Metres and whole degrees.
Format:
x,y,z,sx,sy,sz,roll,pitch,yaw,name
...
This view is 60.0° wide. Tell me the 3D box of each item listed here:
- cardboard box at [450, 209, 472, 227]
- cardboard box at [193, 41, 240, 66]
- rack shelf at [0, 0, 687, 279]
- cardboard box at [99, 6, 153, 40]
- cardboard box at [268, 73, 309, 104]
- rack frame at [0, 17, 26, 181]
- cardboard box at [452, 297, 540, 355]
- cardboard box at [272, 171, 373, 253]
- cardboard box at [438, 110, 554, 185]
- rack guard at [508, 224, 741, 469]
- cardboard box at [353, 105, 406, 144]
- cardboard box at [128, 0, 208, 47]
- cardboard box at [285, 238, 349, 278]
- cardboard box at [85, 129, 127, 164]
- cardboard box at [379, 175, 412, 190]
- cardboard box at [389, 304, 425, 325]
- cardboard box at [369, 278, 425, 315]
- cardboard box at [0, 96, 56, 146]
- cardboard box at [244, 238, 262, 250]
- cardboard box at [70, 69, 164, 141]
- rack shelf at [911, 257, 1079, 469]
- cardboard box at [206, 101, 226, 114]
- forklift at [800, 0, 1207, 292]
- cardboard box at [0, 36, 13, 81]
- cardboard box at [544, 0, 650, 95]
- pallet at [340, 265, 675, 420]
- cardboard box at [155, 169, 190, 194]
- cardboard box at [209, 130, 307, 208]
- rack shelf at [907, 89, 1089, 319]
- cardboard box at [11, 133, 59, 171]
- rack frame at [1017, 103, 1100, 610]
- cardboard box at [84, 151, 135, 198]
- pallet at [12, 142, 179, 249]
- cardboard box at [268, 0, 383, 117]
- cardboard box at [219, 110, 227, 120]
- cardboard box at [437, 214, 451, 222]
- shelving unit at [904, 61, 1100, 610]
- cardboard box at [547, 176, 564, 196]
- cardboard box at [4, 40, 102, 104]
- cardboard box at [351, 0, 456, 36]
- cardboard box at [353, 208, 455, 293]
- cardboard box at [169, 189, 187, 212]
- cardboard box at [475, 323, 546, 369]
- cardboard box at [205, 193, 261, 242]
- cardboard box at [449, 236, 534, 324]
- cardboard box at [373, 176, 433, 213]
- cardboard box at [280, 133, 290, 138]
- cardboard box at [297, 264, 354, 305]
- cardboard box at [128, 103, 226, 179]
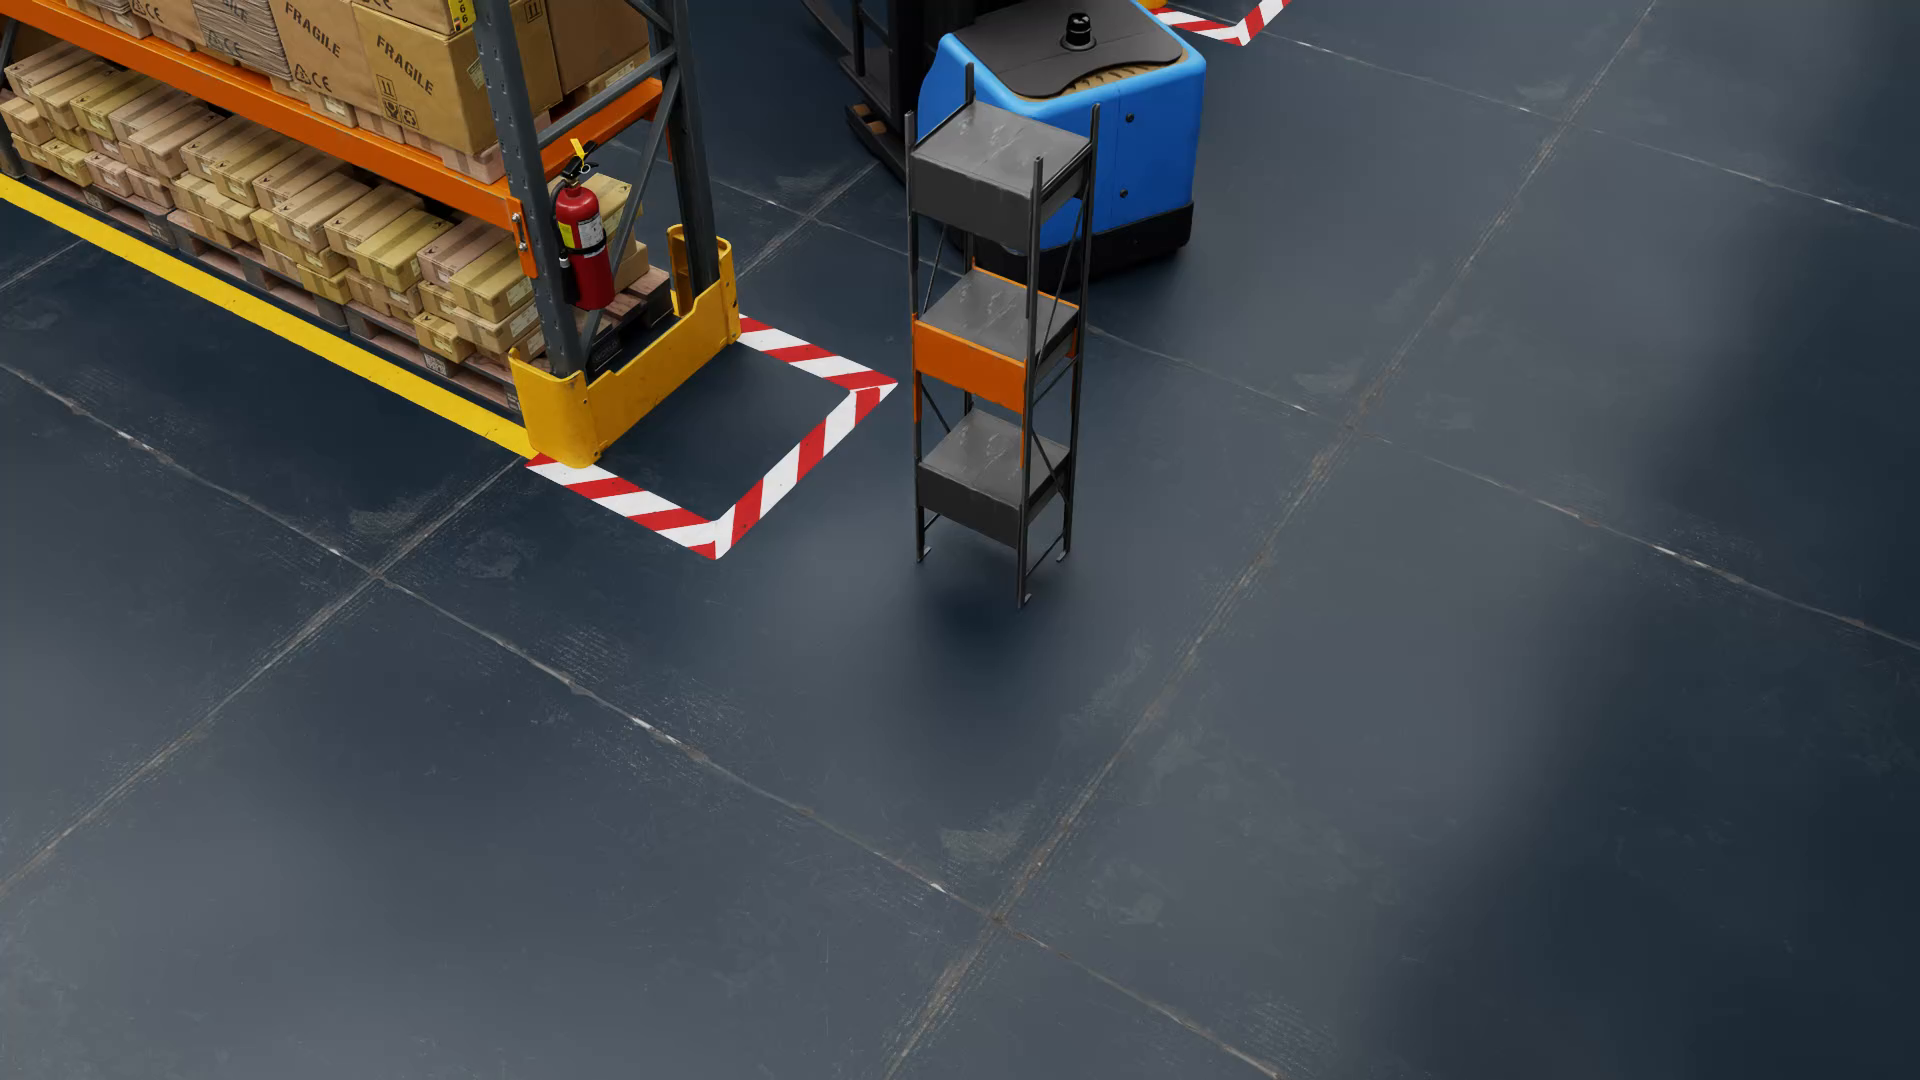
x,y,z,sx,sy,sz,roll,pitch,yaw,name
-2.170,-1.524,7.849,0.250,0.149,0.380,25,51,23,cardboard box
-3.110,-2.241,7.233,0.250,0.149,0.380,26,51,23,cardboard box
-3.098,-2.252,7.570,4.000,0.370,1.077,25,51,22,rack shelf
-3.585,-2.401,7.389,0.250,0.149,0.380,27,52,24,cardboard box
-2.683,-2.008,7.006,0.250,0.149,0.380,23,50,20,cardboard box
-4.781,-3.277,8.064,0.127,3.000,1.000,25,51,22,rack frame
-2.013,-1.017,7.356,0.250,0.149,0.380,23,50,21,cardboard box
-2.904,-1.505,7.623,0.250,0.149,0.380,27,51,23,cardboard box
-1.841,-1.596,6.606,0.250,0.149,0.380,25,51,22,cardboard box
-1.478,-0.886,7.484,0.348,0.500,1.175,25,51,22,rack guard
-2.249,-1.803,6.807,0.250,0.149,0.380,24,51,22,cardboard box
-3.208,-2.477,7.011,0.500,0.500,0.500,27,52,24,cardboard box
-2.894,-1.409,7.737,0.250,0.149,0.380,25,51,23,cardboard box
-4.163,-2.083,8.392,0.250,0.149,0.380,24,51,22,cardboard box
-2.593,-1.864,7.972,0.250,0.149,0.380,27,51,24,cardboard box
-2.417,-1.151,7.694,0.250,0.149,0.380,24,51,22,cardboard box
-2.451,-1.217,7.550,0.250,0.149,0.380,23,50,21,cardboard box
-4.649,-2.200,8.505,0.250,0.149,0.380,27,52,24,cardboard box
-3.272,-1.561,8.092,0.250,0.149,0.380,26,51,23,cardboard box
-4.164,-2.168,8.267,0.250,0.149,0.380,24,50,22,cardboard box
0.139,-0.658,6.166,0.480,0.518,0.431,25,51,22,rack shelf
-3.715,-2.342,8.436,0.250,0.149,0.380,26,51,23,cardboard box
0.029,-3.255,8.091,1.130,2.935,3.031,-20,49,-19,forklift
-5.540,-2.686,8.941,0.500,0.500,0.500,24,50,21,cardboard box
-1.643,-2.207,6.748,0.500,0.500,0.500,27,52,24,cardboard box
-2.143,-1.122,7.914,1.213,0.211,1.003,25,51,22,pallet
-3.718,-1.856,8.172,0.250,0.149,0.380,27,52,24,cardboard box
-3.301,-1.758,7.869,0.250,0.149,0.380,25,51,22,cardboard box
0.139,-1.146,5.664,0.480,0.518,0.431,25,51,22,rack shelf
-4.648,-2.095,8.611,0.250,0.149,0.380,23,50,20,cardboard box
0.345,-0.573,6.065,0.015,2.100,0.400,25,51,22,rack frame
-4.187,-1.927,8.448,0.250,0.149,0.380,24,51,22,cardboard box
-4.197,-2.066,8.832,1.213,0.211,1.003,25,51,22,pallet
-2.362,-2.088,6.632,0.500,0.500,0.500,24,50,22,cardboard box
-3.717,-2.257,8.561,0.250,0.149,0.380,25,51,22,cardboard box
-2.316,-1.586,8.116,0.250,0.149,0.380,25,51,23,cardboard box
0.139,-0.668,6.157,0.503,2.100,0.431,25,51,22,shelving unit
-1.969,-1.530,7.647,0.250,0.149,0.380,26,51,23,cardboard box
-4.603,-2.378,8.472,0.250,0.149,0.380,27,51,24,cardboard box
-1.934,-2.242,6.085,0.500,0.500,0.500,24,50,21,cardboard box
-2.464,-1.296,7.420,0.250,0.149,0.380,24,50,21,cardboard box
-3.701,-1.776,8.301,0.250,0.149,0.380,23,50,21,cardboard box
-1.970,-0.959,7.507,0.250,0.149,0.380,26,51,23,cardboard box
-3.346,-1.610,7.932,0.250,0.149,0.380,25,51,22,cardboard box
-1.997,-1.140,7.268,0.250,0.149,0.380,25,51,23,cardboard box
-2.602,-1.734,8.053,0.250,0.149,0.380,22,50,20,cardboard box
-3.277,-2.054,8.364,0.250,0.149,0.380,22,50,20,cardboard box
-2.880,-1.300,7.839,0.250,0.149,0.380,23,50,20,cardboard box
-3.762,-1.933,8.039,0.250,0.149,0.380,26,51,23,cardboard box
